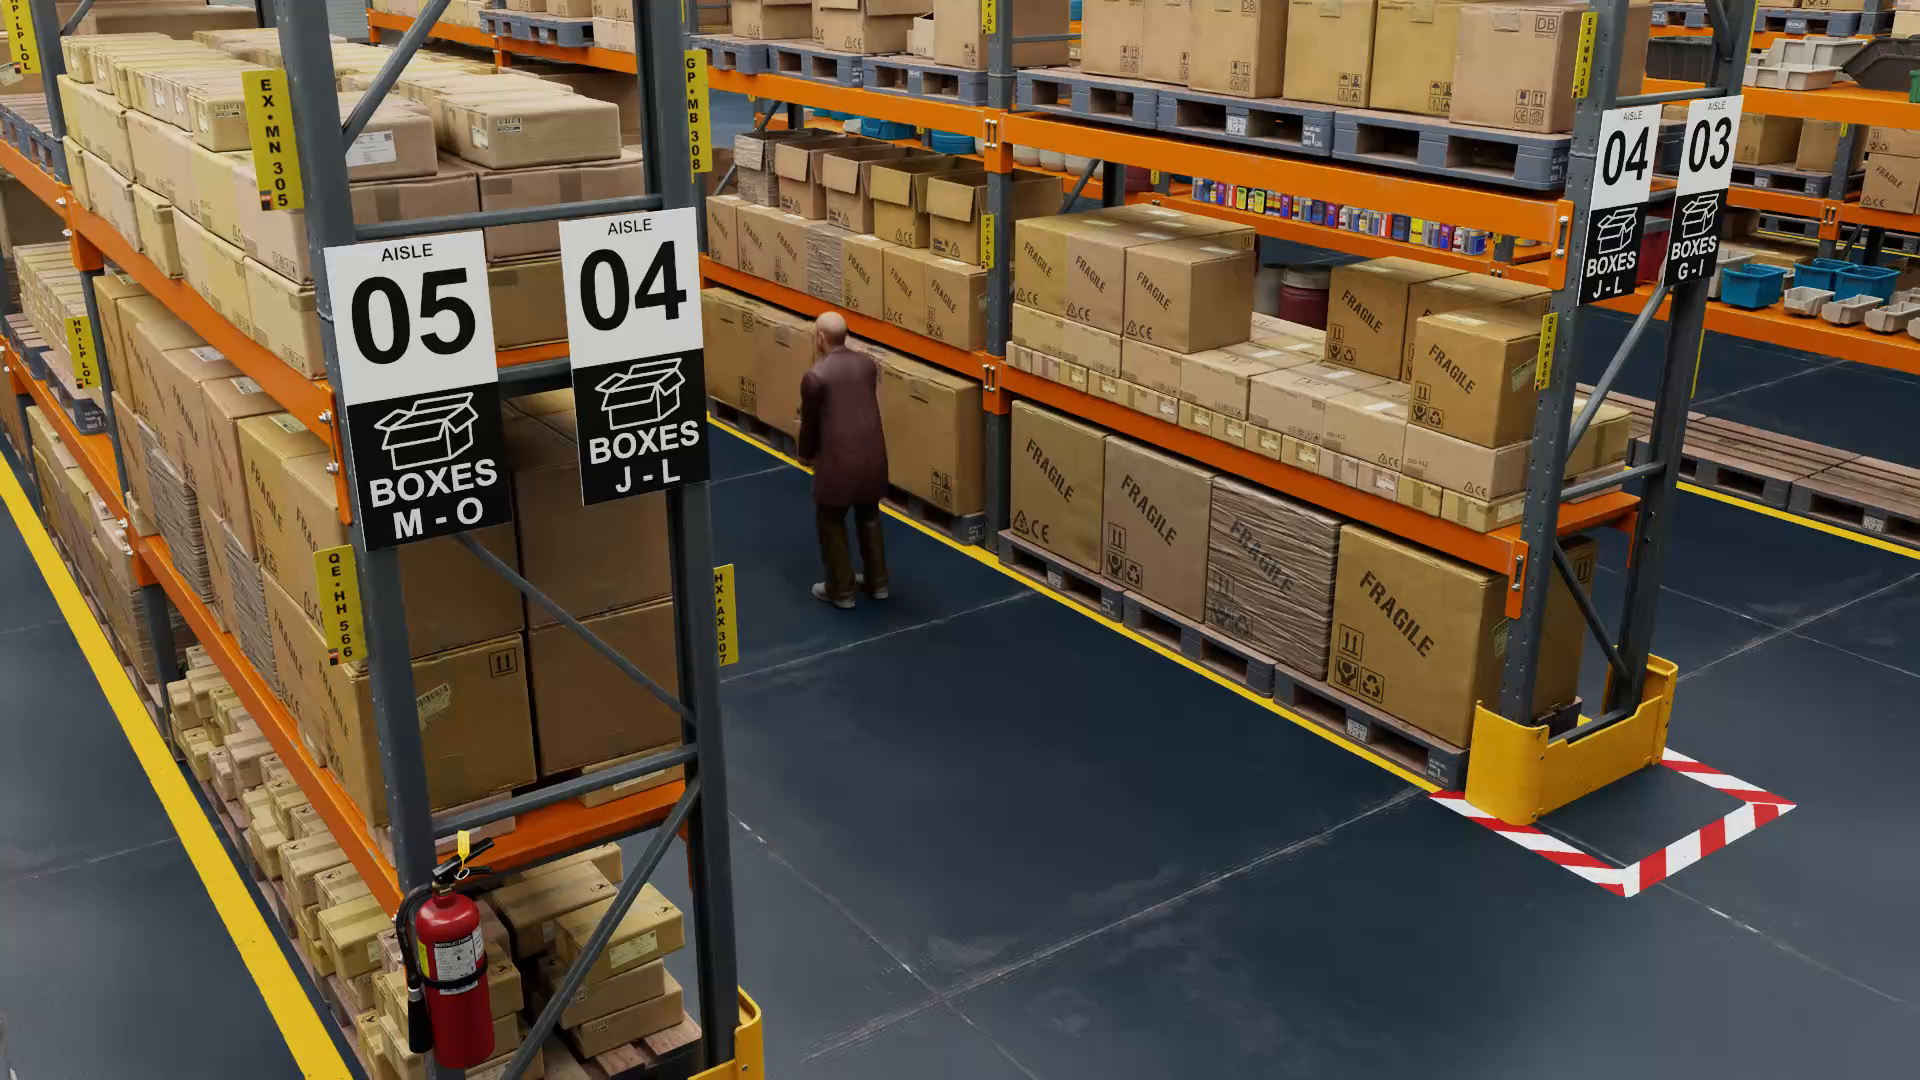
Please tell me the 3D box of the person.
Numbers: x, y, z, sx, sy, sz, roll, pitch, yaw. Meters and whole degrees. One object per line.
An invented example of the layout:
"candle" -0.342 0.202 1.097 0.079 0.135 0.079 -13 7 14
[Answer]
"person" -0.710 -0.497 9.930 0.531 1.760 0.591 -15 26 -34
